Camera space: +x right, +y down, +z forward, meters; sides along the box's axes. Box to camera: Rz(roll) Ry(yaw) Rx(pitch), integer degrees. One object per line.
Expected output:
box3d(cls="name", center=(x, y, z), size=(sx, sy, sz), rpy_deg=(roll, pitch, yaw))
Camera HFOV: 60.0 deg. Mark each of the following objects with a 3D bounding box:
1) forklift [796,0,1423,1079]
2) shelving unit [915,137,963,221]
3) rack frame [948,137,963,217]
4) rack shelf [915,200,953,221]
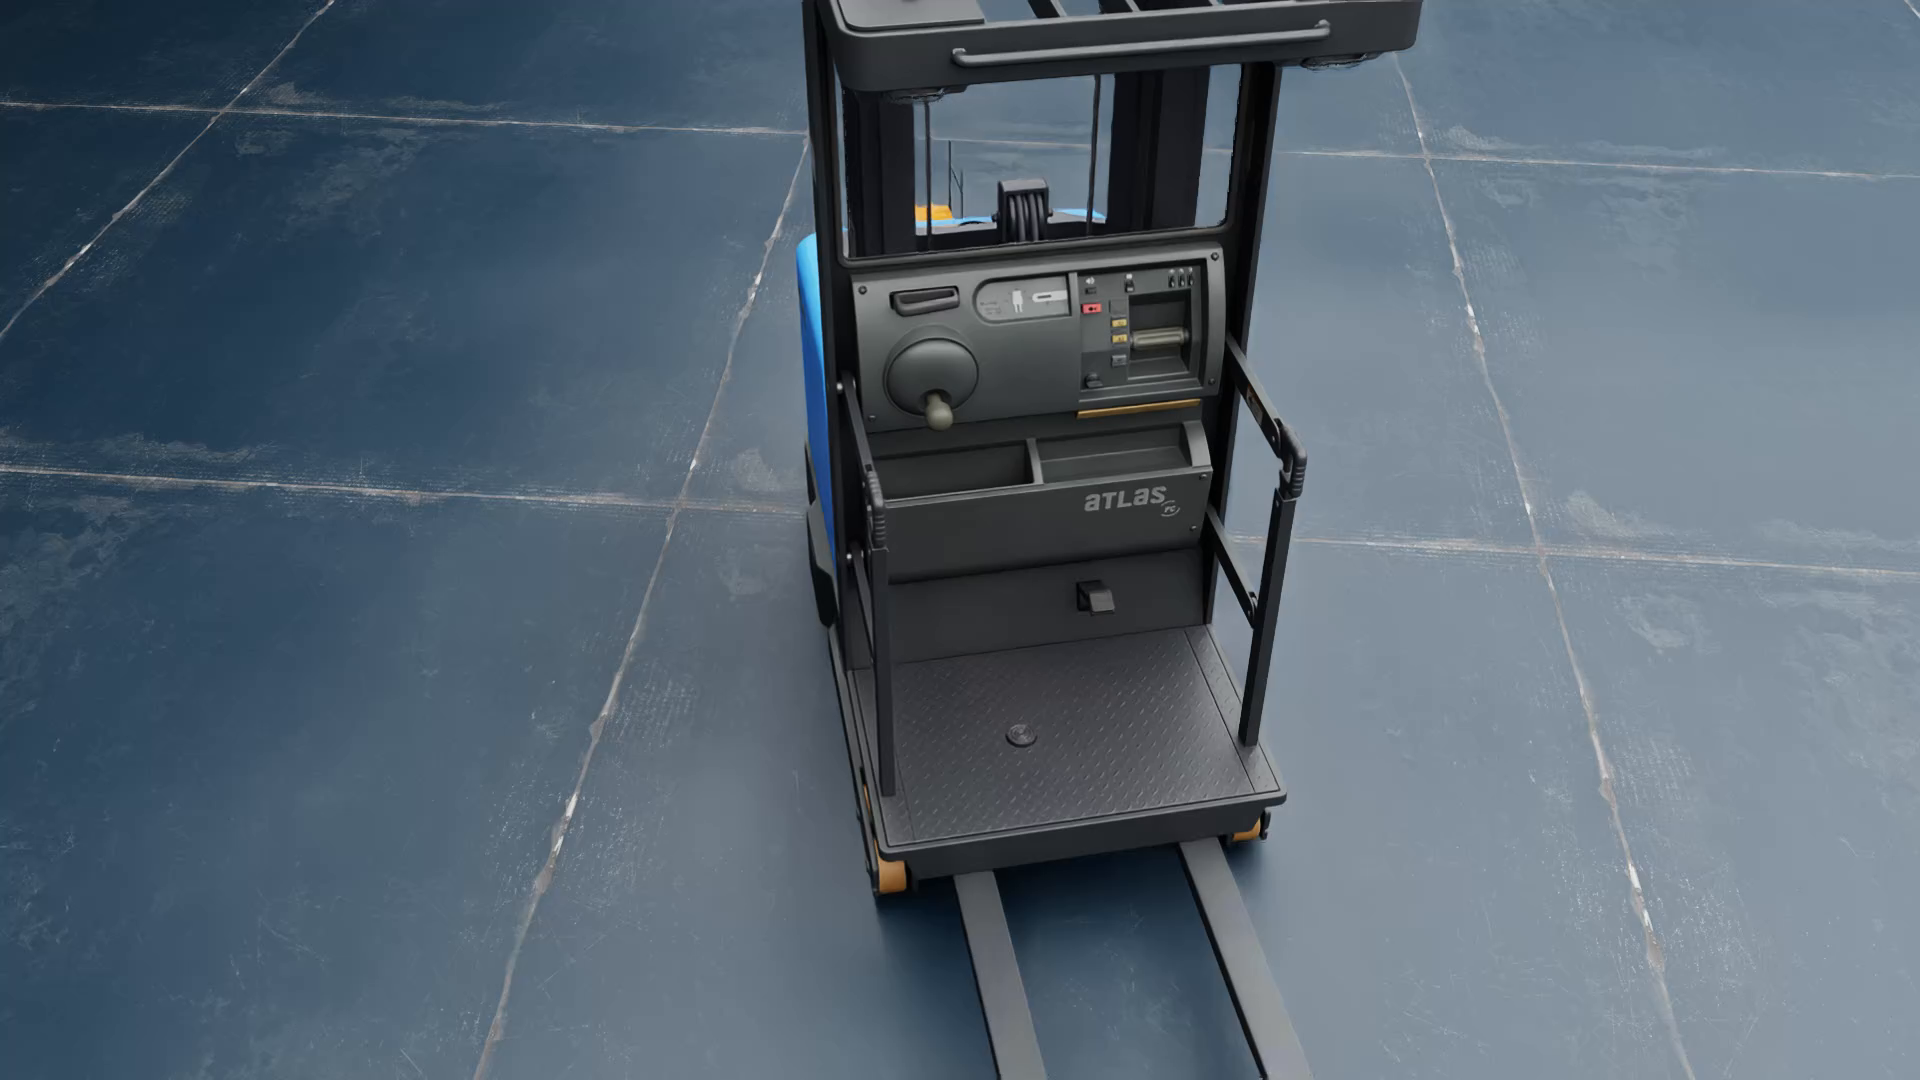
box3d(cls="forklift", center=(0.245, -0.424, 3.949), size=(1.130, 2.935, 3.031), rpy_deg=(-7, 40, -8))
box3d(cls="shelving unit", center=(-0.106, -0.779, 5.756), size=(0.189, 1.200, 0.258), rpy_deg=(-7, 40, -8))
box3d(cls="rack frame", center=(-0.016, -0.790, 5.770), size=(0.006, 1.200, 0.240), rpy_deg=(-7, 40, -8))
box3d(cls="rack shelf", center=(-0.106, -1.024, 5.558), size=(0.180, 0.103, 0.258), rpy_deg=(-7, 40, -8))
